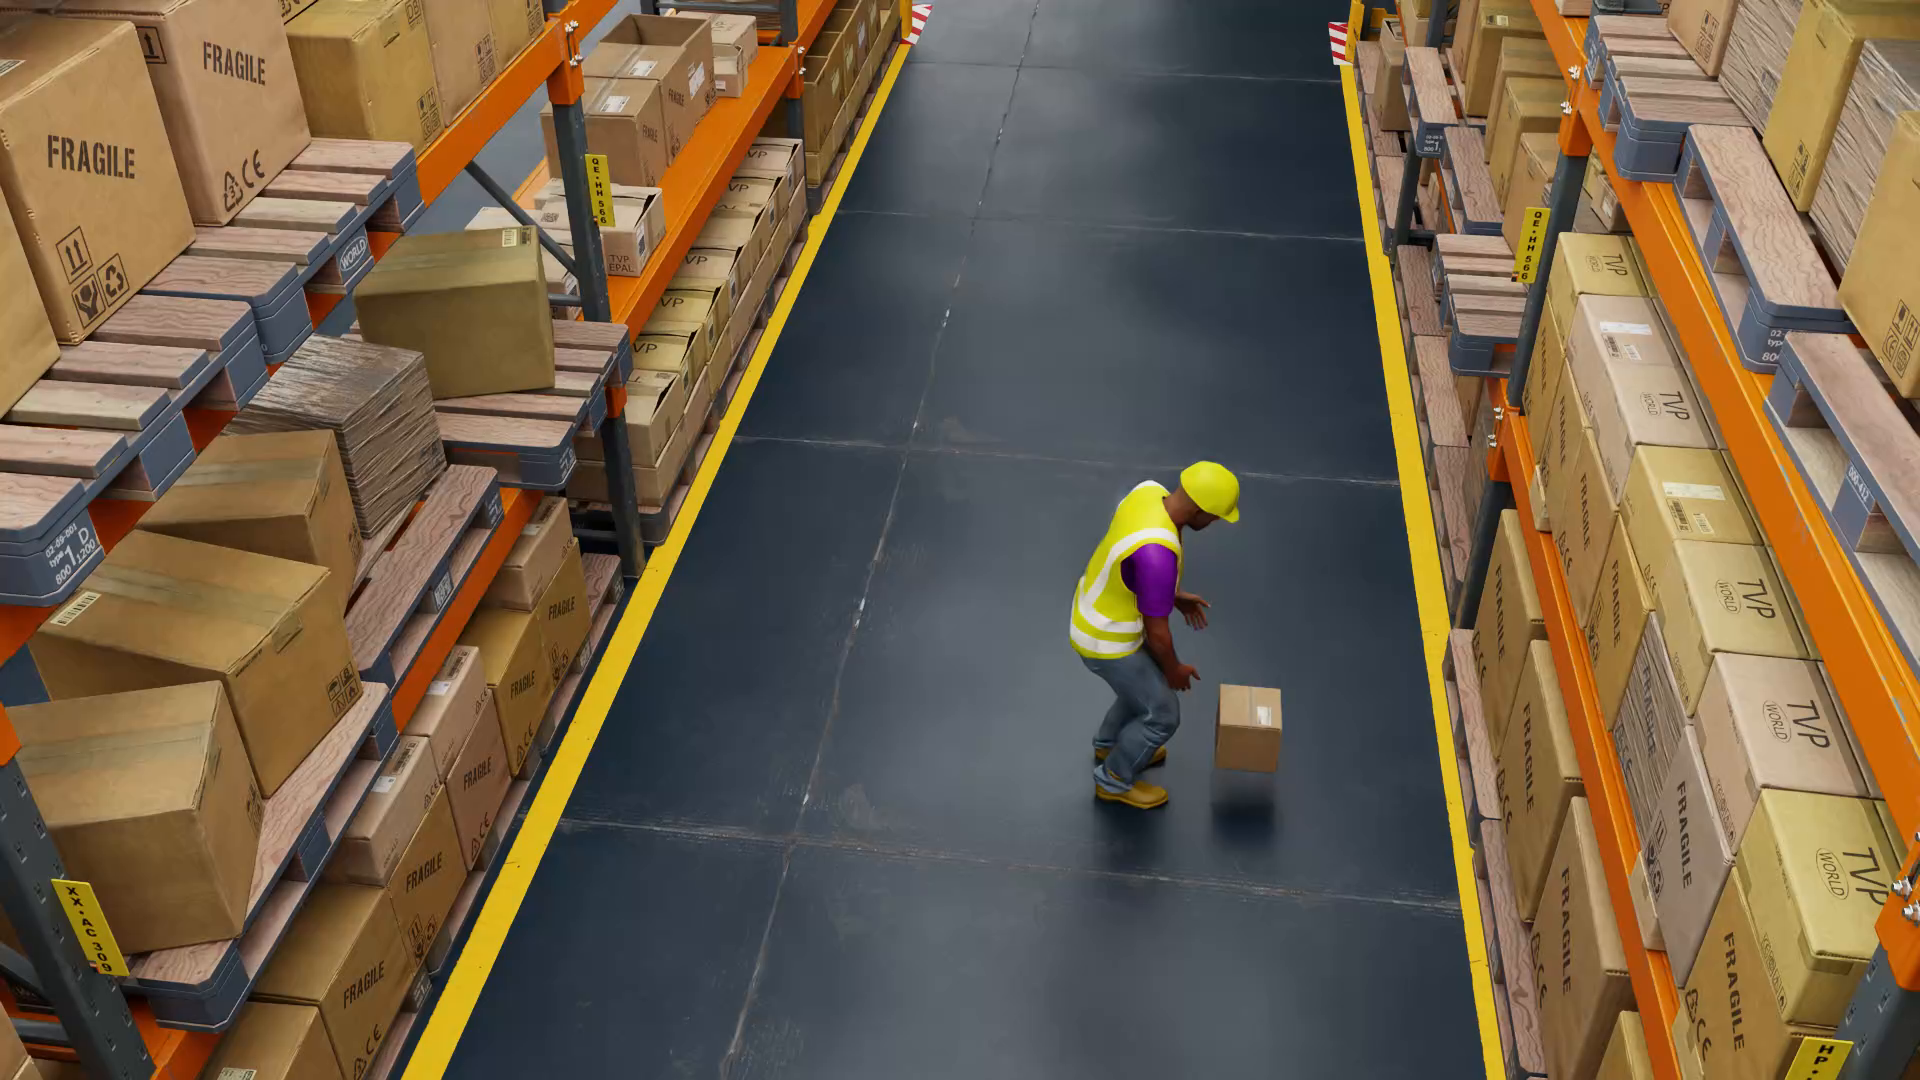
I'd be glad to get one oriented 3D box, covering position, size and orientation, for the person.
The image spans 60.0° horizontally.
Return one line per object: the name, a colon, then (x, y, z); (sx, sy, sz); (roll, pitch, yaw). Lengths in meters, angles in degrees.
person: (-7.383, -3.606, 10.781); (17.998, 3.197, 9.355); (5, 36, 7)
